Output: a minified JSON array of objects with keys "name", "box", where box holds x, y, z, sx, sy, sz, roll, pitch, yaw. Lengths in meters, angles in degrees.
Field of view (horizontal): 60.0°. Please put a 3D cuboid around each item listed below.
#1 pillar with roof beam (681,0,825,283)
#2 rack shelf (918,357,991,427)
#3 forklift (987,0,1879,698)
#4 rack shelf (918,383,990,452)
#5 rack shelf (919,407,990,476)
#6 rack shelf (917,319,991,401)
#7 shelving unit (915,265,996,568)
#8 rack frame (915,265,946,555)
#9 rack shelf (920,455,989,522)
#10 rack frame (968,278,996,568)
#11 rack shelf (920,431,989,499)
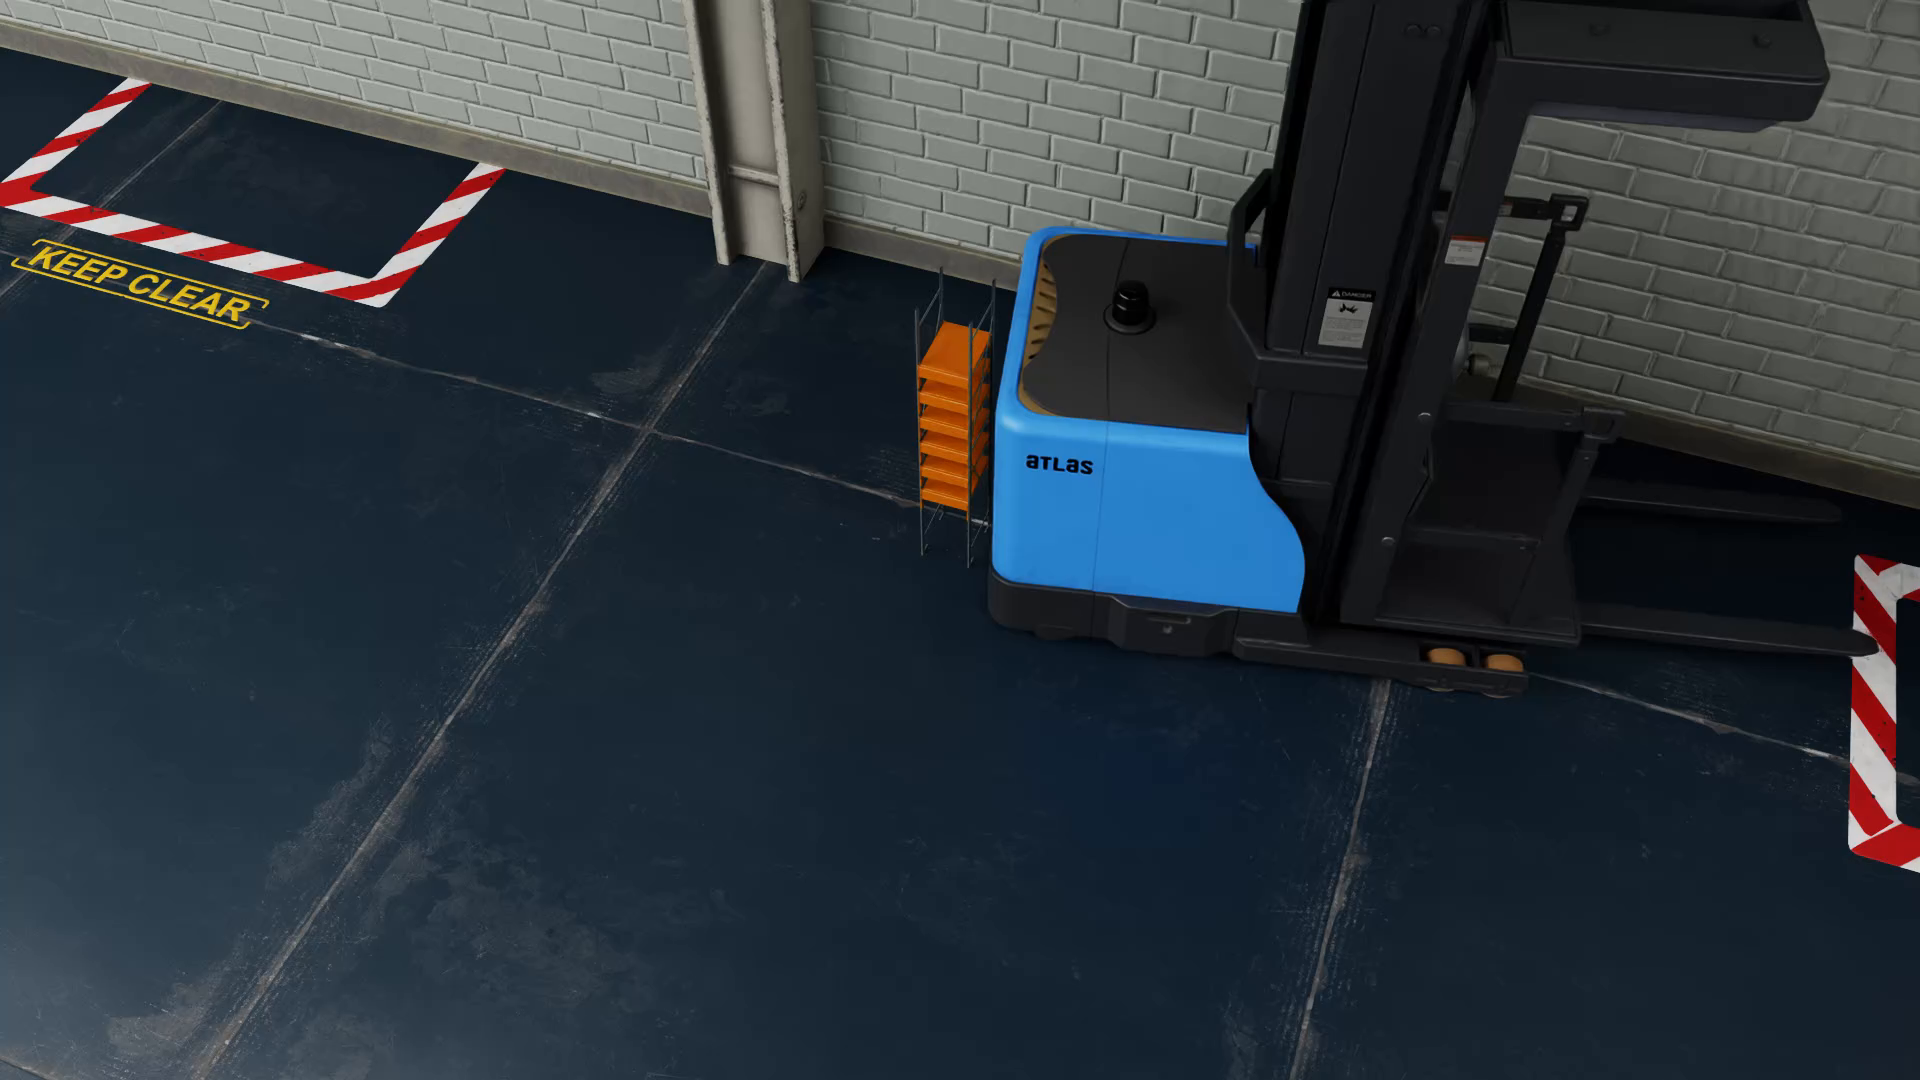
[{"name":"pillar with roof beam","box":[-2.319,-1.172,1.311,0.400,9.000,9.100,16,51,13]},{"name":"rack shelf","box":[-0.014,-0.525,5.652,0.180,0.103,0.258,16,51,13]},{"name":"forklift","box":[1.657,-0.843,5.041,3.031,2.935,1.130,6,49,5]},{"name":"rack shelf","box":[-0.014,-0.446,5.743,0.180,0.103,0.258,16,51,13]},{"name":"rack shelf","box":[-0.014,-0.368,5.833,0.180,0.103,0.258,16,51,13]},{"name":"rack shelf","box":[-0.014,-0.603,5.561,0.180,0.103,0.258,16,51,13]},{"name":"shelving unit","box":[-0.014,-0.397,5.800,0.189,1.200,0.258,16,51,13]},{"name":"rack frame","box":[-0.099,-0.421,5.821,0.006,1.200,0.240,16,51,13]},{"name":"rack shelf","box":[-0.014,-0.210,6.015,0.180,0.103,0.258,16,51,13]},{"name":"rack frame","box":[0.072,-0.373,5.779,0.006,1.200,0.240,16,51,13]},{"name":"rack shelf","box":[-0.014,-0.289,5.924,0.180,0.103,0.258,16,51,13]}]
